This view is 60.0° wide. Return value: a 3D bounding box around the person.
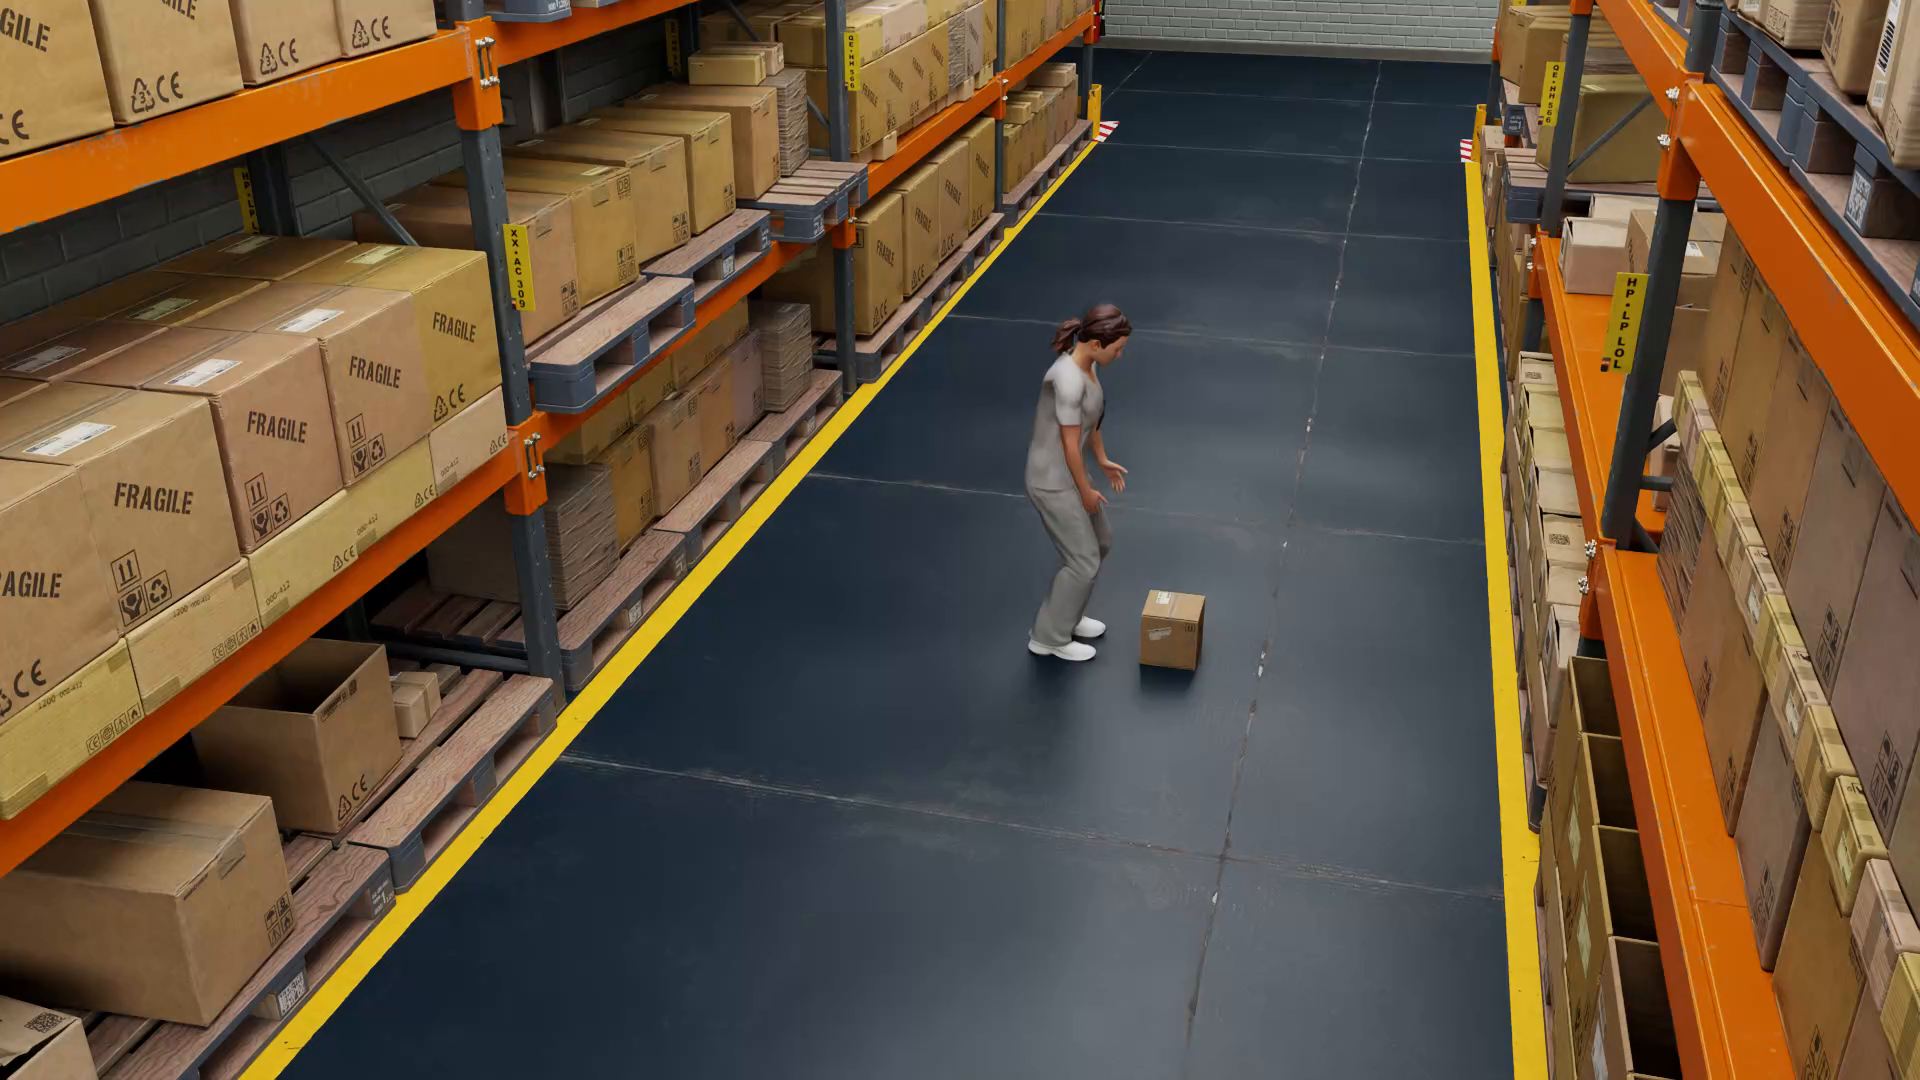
[{"bbox_3d":[0.508,-0.266,7.267,0.426,1.603,0.468,7,26,14],"label":"person"}]
